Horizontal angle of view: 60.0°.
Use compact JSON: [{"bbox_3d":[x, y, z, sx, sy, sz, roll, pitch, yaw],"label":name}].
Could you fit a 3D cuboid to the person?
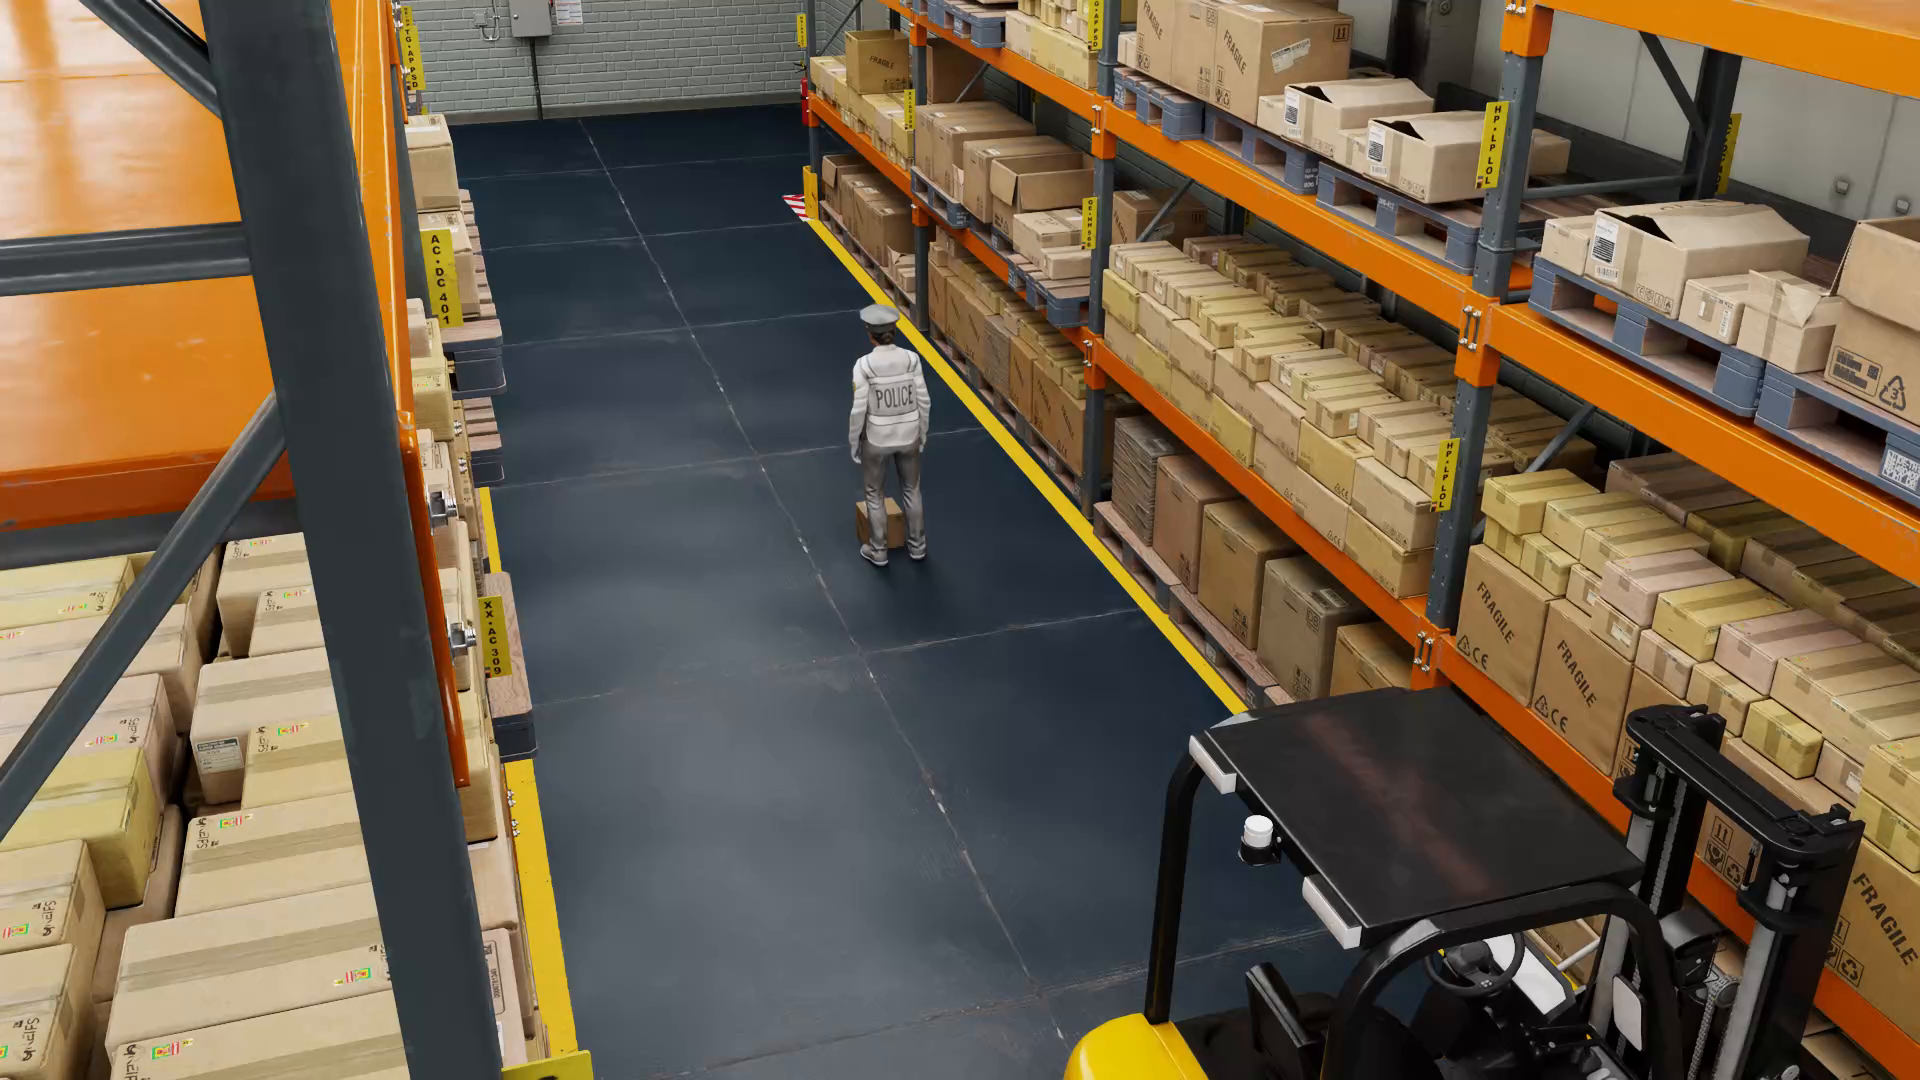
[{"bbox_3d":[-0.444,-0.630,10.375,0.527,1.662,0.375,-9,28,-18],"label":"person"}]
